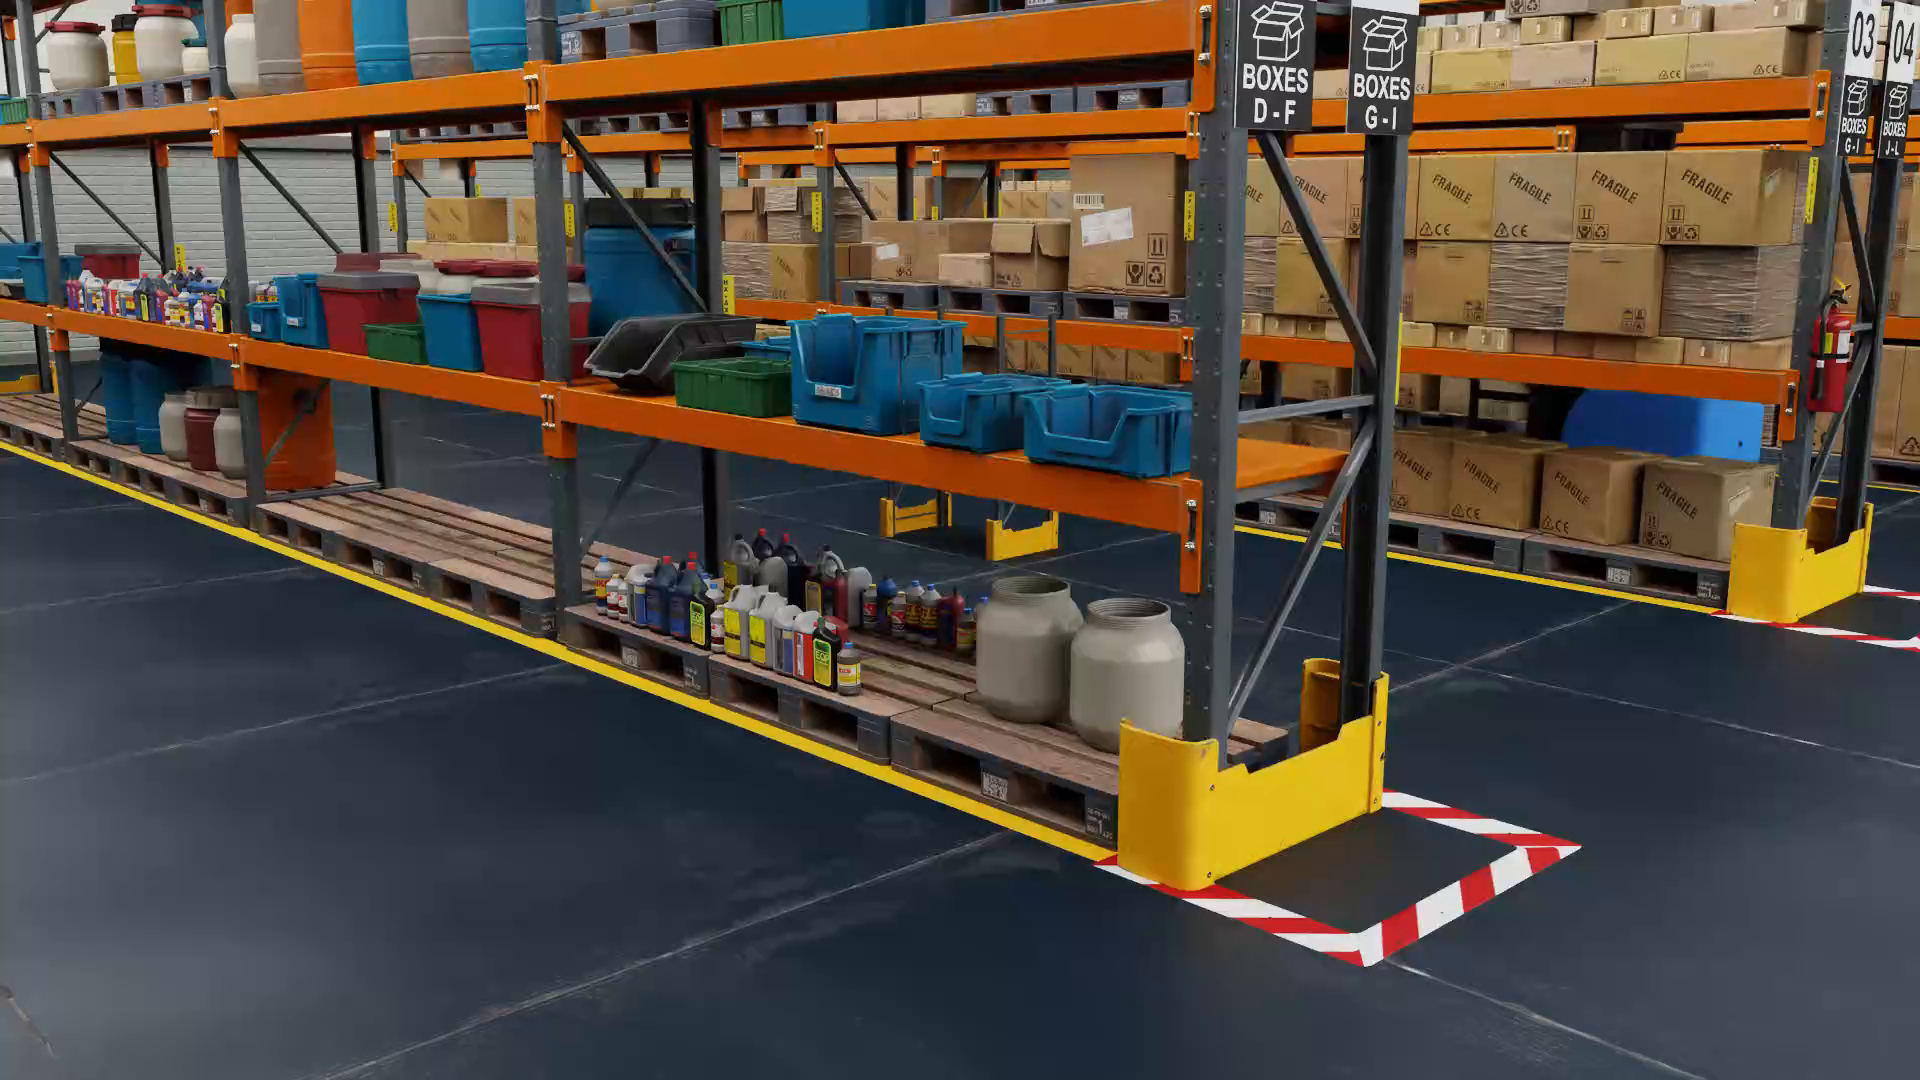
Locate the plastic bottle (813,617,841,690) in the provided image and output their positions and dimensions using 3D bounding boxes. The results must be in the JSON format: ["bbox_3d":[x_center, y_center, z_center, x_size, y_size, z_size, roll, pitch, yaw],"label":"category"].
[{"bbox_3d":[-0.548,0.466,6.859,0.061,0.283,0.133,-10,16,-41],"label":"plastic bottle"}]

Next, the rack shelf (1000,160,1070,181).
[{"bbox_3d":[2.213,-5.659,25.295,1.077,0.370,4.000,-11,16,-43],"label":"rack shelf"}]

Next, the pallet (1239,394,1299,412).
[{"bbox_3d":[3.336,-1.471,17.527,1.003,0.211,1.213,-11,16,-43],"label":"pallet"}]

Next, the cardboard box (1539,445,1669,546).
[{"bbox_3d":[3.857,-0.275,9.969,0.500,0.500,0.500,-6,13,-28],"label":"cardboard box"}]

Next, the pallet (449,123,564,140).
[{"bbox_3d":[-4.969,-4.594,18.562,1.003,0.211,1.213,-11,16,-43],"label":"pallet"}]

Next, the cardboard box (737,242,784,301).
[{"bbox_3d":[-1.671,-2.446,15.101,0.500,0.500,0.500,-11,16,-43],"label":"cardboard box"}]

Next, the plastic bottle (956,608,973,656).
[{"bbox_3d":[0.033,0.404,7.361,0.097,0.201,0.097,0,12,0],"label":"plastic bottle"}]

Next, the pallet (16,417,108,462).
[{"bbox_3d":[-7.692,-0.915,14.831,1.003,0.211,1.213,-11,16,-43],"label":"pallet"}]

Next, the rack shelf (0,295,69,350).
[{"bbox_3d":[-8.537,-2.119,15.545,1.077,0.370,4.000,-11,16,-43],"label":"rack shelf"}]

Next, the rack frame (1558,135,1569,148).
[{"bbox_3d":[5.608,-2.378,15.022,1.000,3.000,0.127,-11,16,-43],"label":"rack frame"}]

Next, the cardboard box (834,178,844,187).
[{"bbox_3d":[-1.510,-4.486,21.788,0.500,0.500,0.500,11,16,43],"label":"cardboard box"}]

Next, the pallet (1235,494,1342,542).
[{"bbox_3d":[2.440,-0.243,11.568,1.003,0.211,1.213,-11,16,-43],"label":"pallet"}]

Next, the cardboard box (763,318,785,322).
[{"bbox_3d":[-1.883,-1.685,15.883,1.225,0.875,0.875,-11,16,-42],"label":"cardboard box"}]

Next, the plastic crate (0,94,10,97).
[{"bbox_3d":[-9.062,-3.940,15.324,0.504,0.338,0.767,-11,16,-43],"label":"plastic crate"}]

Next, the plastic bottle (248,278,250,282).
[{"bbox_3d":[-5.524,-1.906,12.850,0.144,0.351,0.185,-11,16,-43],"label":"plastic bottle"}]

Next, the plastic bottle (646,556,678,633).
[{"bbox_3d":[-1.374,0.246,7.759,0.144,0.351,0.185,-10,16,-41],"label":"plastic bottle"}]

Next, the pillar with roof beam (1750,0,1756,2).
[{"bbox_3d":[8.382,-6.633,20.804,9.100,9.000,0.400,-11,16,-43],"label":"pillar with roof beam"}]

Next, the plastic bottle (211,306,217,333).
[{"bbox_3d":[-5.048,-1.517,11.334,0.097,0.201,0.097,0,12,0],"label":"plastic bottle"}]

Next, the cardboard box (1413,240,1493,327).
[{"bbox_3d":[3.270,-1.607,10.292,0.875,0.500,0.500,-11,16,-43],"label":"cardboard box"}]

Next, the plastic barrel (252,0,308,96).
[{"bbox_3d":[-3.983,-3.160,10.140,0.600,0.901,0.600,0,12,0],"label":"plastic barrel"}]

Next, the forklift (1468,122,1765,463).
[{"bbox_3d":[4.432,-1.838,12.567,1.130,2.935,3.031,-11,16,-42],"label":"forklift"}]

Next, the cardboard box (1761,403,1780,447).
[{"bbox_3d":[6.617,-1.311,14.065,0.875,0.875,0.875,-11,16,-42],"label":"cardboard box"}]

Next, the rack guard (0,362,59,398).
[{"bbox_3d":[-9.944,-1.540,17.149,1.175,0.500,0.348,-11,16,-43],"label":"rack guard"}]

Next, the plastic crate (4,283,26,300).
[{"bbox_3d":[-8.123,-2.200,14.688,0.437,0.125,0.590,-11,16,-43],"label":"plastic crate"}]

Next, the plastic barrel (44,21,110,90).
[{"bbox_3d":[-6.974,-3.809,13.154,0.433,0.535,0.433,0,12,0],"label":"plastic barrel"}]

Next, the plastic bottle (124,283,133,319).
[{"bbox_3d":[-6.252,-1.806,12.562,0.097,0.271,0.097,0,12,0],"label":"plastic bottle"}]

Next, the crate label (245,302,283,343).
[{"bbox_3d":[-4.374,-1.400,10.687,0.303,0.233,0.416,-11,16,-43],"label":"crate label"}]

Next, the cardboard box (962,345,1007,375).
[{"bbox_3d":[0.047,-1.475,13.881,0.500,0.250,0.500,-9,14,-36],"label":"cardboard box"}]

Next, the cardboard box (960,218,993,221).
[{"bbox_3d":[0.220,-3.758,19.828,0.380,0.149,0.250,-10,16,-41],"label":"cardboard box"}]

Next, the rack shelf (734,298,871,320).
[{"bbox_3d":[-2.192,-2.225,16.061,1.077,0.370,4.000,-11,16,-43],"label":"rack shelf"}]

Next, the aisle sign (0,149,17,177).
[{"bbox_3d":[-9.756,-4.088,16.876,0.394,0.787,0.004,-11,16,-43],"label":"aisle sign"}]

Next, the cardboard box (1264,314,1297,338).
[{"bbox_3d":[2.238,-1.435,11.064,0.380,0.149,0.250,-11,16,-43],"label":"cardboard box"}]

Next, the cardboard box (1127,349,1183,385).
[{"bbox_3d":[2.202,-2.003,18.354,0.500,0.500,0.500,-11,16,-43],"label":"cardboard box"}]

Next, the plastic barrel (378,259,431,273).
[{"bbox_3d":[-3.529,-1.530,10.626,0.421,0.512,0.421,0,12,0],"label":"plastic barrel"}]

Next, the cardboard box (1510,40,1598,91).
[{"bbox_3d":[3.502,-2.697,9.507,0.500,0.250,0.500,-10,16,-41],"label":"cardboard box"}]

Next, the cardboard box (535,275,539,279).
[{"bbox_3d":[-4.376,-2.820,17.789,0.380,0.149,0.250,-11,16,-44],"label":"cardboard box"}]

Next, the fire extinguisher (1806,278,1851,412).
[{"bbox_3d":[4.459,-0.999,8.520,0.296,0.674,0.183,-11,16,-43],"label":"fire extinguisher"}]

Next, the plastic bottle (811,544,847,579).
[{"bbox_3d":[-0.622,0.199,7.985,0.144,0.351,0.185,-11,16,-43],"label":"plastic bottle"}]

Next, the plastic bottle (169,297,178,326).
[{"bbox_3d":[-5.611,-1.636,11.911,0.097,0.201,0.097,0,12,0],"label":"plastic bottle"}]

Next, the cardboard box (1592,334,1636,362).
[{"bbox_3d":[3.824,-1.112,9.500,0.380,0.149,0.250,-11,16,-43],"label":"cardboard box"}]

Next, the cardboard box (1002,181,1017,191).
[{"bbox_3d":[0.876,-5.600,26.327,0.380,0.149,0.250,-10,16,-41],"label":"cardboard box"}]

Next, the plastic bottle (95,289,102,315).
[{"bbox_3d":[-6.732,-1.873,13.061,0.097,0.201,0.097,0,12,0],"label":"plastic bottle"}]

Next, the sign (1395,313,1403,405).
[{"bbox_3d":[1.532,-0.640,5.896,0.100,0.325,0.005,-11,16,-43],"label":"sign"}]

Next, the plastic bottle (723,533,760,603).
[{"bbox_3d":[-1.082,0.144,8.252,0.144,0.351,0.185,-11,16,-43],"label":"plastic bottle"}]

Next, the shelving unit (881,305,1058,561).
[{"bbox_3d":[0.053,-0.723,10.706,0.587,1.500,1.083,-11,16,-43],"label":"shelving unit"}]

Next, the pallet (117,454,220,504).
[{"bbox_3d":[-5.806,-0.517,12.897,1.003,0.211,1.213,-11,16,-43],"label":"pallet"}]

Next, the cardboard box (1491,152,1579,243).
[{"bbox_3d":[3.462,-1.994,9.693,0.500,0.500,0.500,-11,16,-43],"label":"cardboard box"}]

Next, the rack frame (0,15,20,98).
[{"bbox_3d":[-9.918,-5.701,16.283,1.000,3.000,0.127,-11,16,-43],"label":"rack frame"}]

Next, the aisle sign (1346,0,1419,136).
[{"bbox_3d":[1.393,-1.731,5.440,0.394,0.787,0.004,-11,16,-43],"label":"aisle sign"}]

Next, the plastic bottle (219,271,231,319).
[{"bbox_3d":[-5.541,-1.865,12.652,0.144,0.351,0.185,-11,16,-43],"label":"plastic bottle"}]

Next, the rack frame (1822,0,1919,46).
[{"bbox_3d":[4.713,-4.056,8.300,1.000,3.000,0.127,-11,16,-43],"label":"rack frame"}]

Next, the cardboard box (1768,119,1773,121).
[{"bbox_3d":[9.005,-4.825,18.796,0.500,0.250,0.500,11,16,44],"label":"cardboard box"}]

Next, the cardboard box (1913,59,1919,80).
[{"bbox_3d":[7.193,-3.545,12.586,0.380,0.149,0.250,-11,16,-43],"label":"cardboard box"}]

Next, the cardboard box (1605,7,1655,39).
[{"bbox_3d":[3.742,-2.818,9.108,0.380,0.149,0.250,-11,16,-42],"label":"cardboard box"}]
